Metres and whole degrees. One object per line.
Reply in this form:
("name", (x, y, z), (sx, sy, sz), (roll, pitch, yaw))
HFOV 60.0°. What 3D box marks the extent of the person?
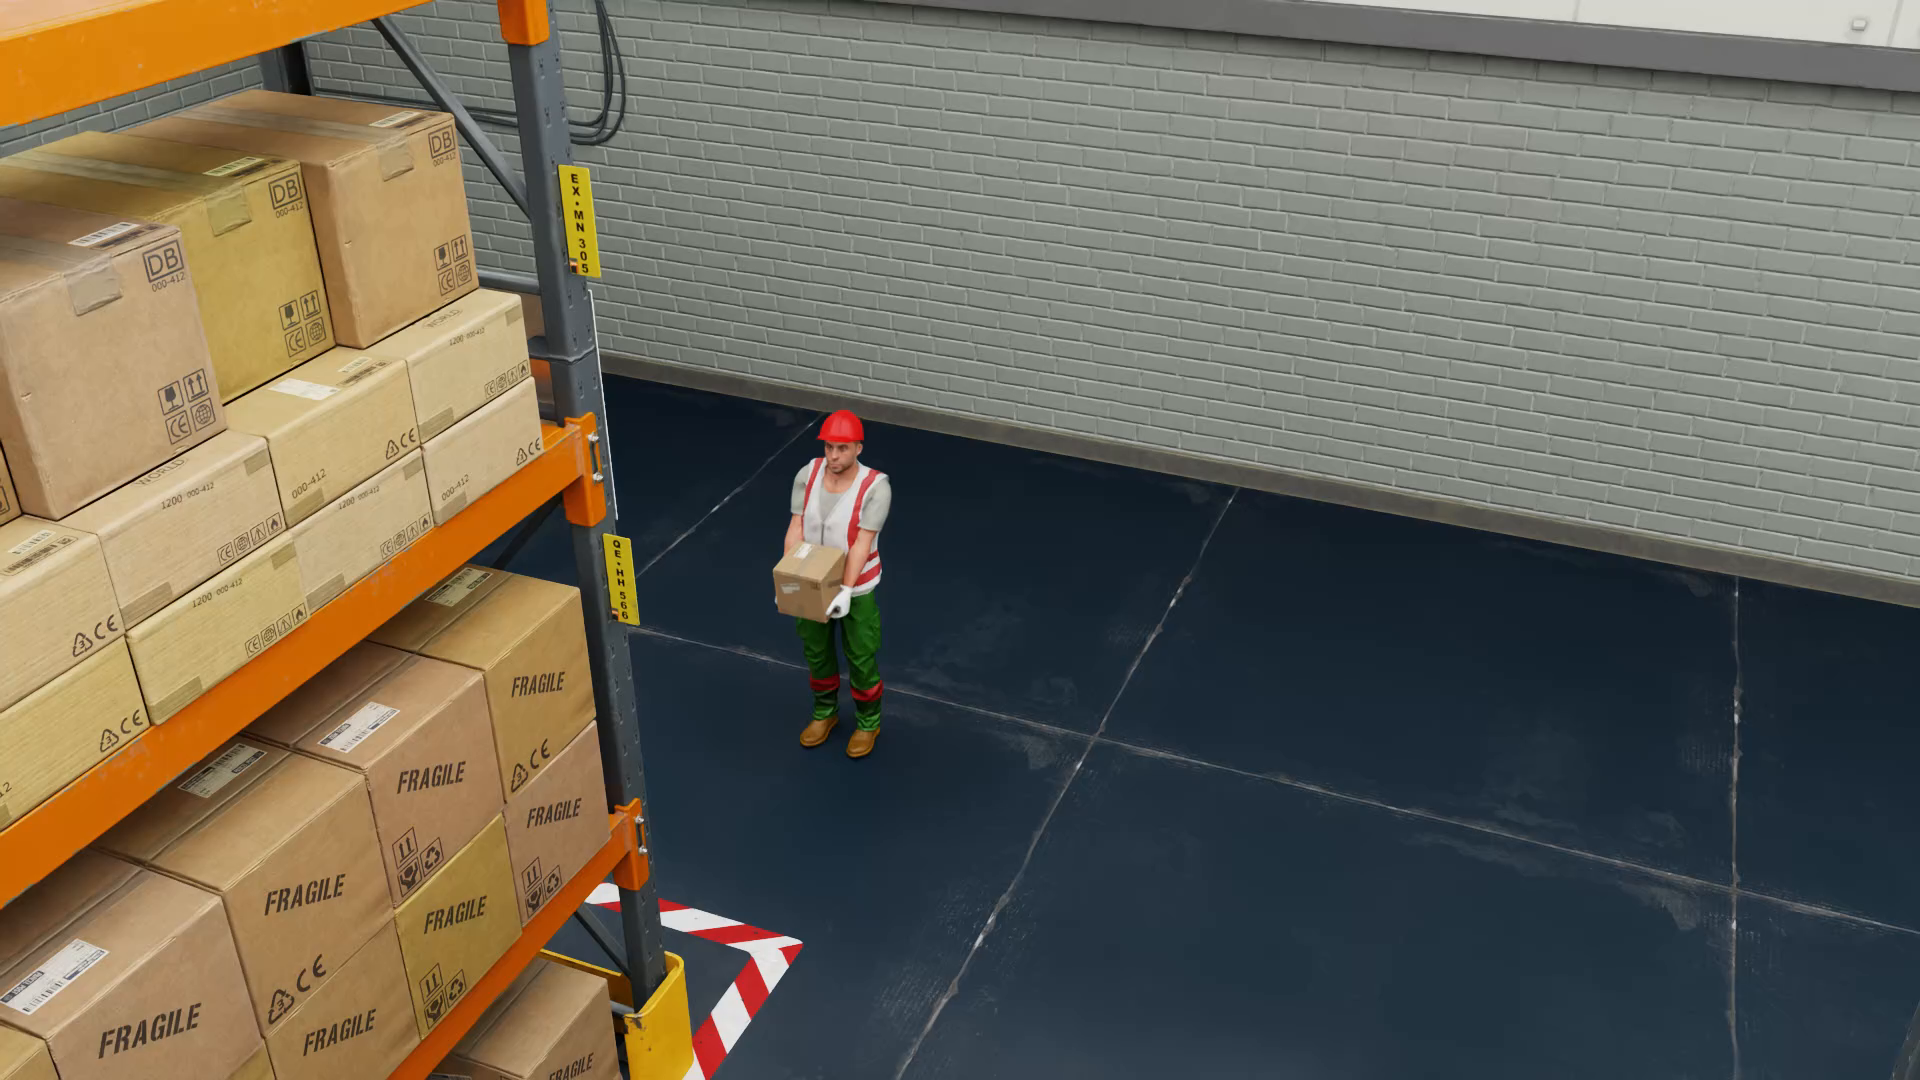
("person", (-0.608, 0.259, 7.920), (0.494, 1.784, 0.563), (12, 31, 20))
